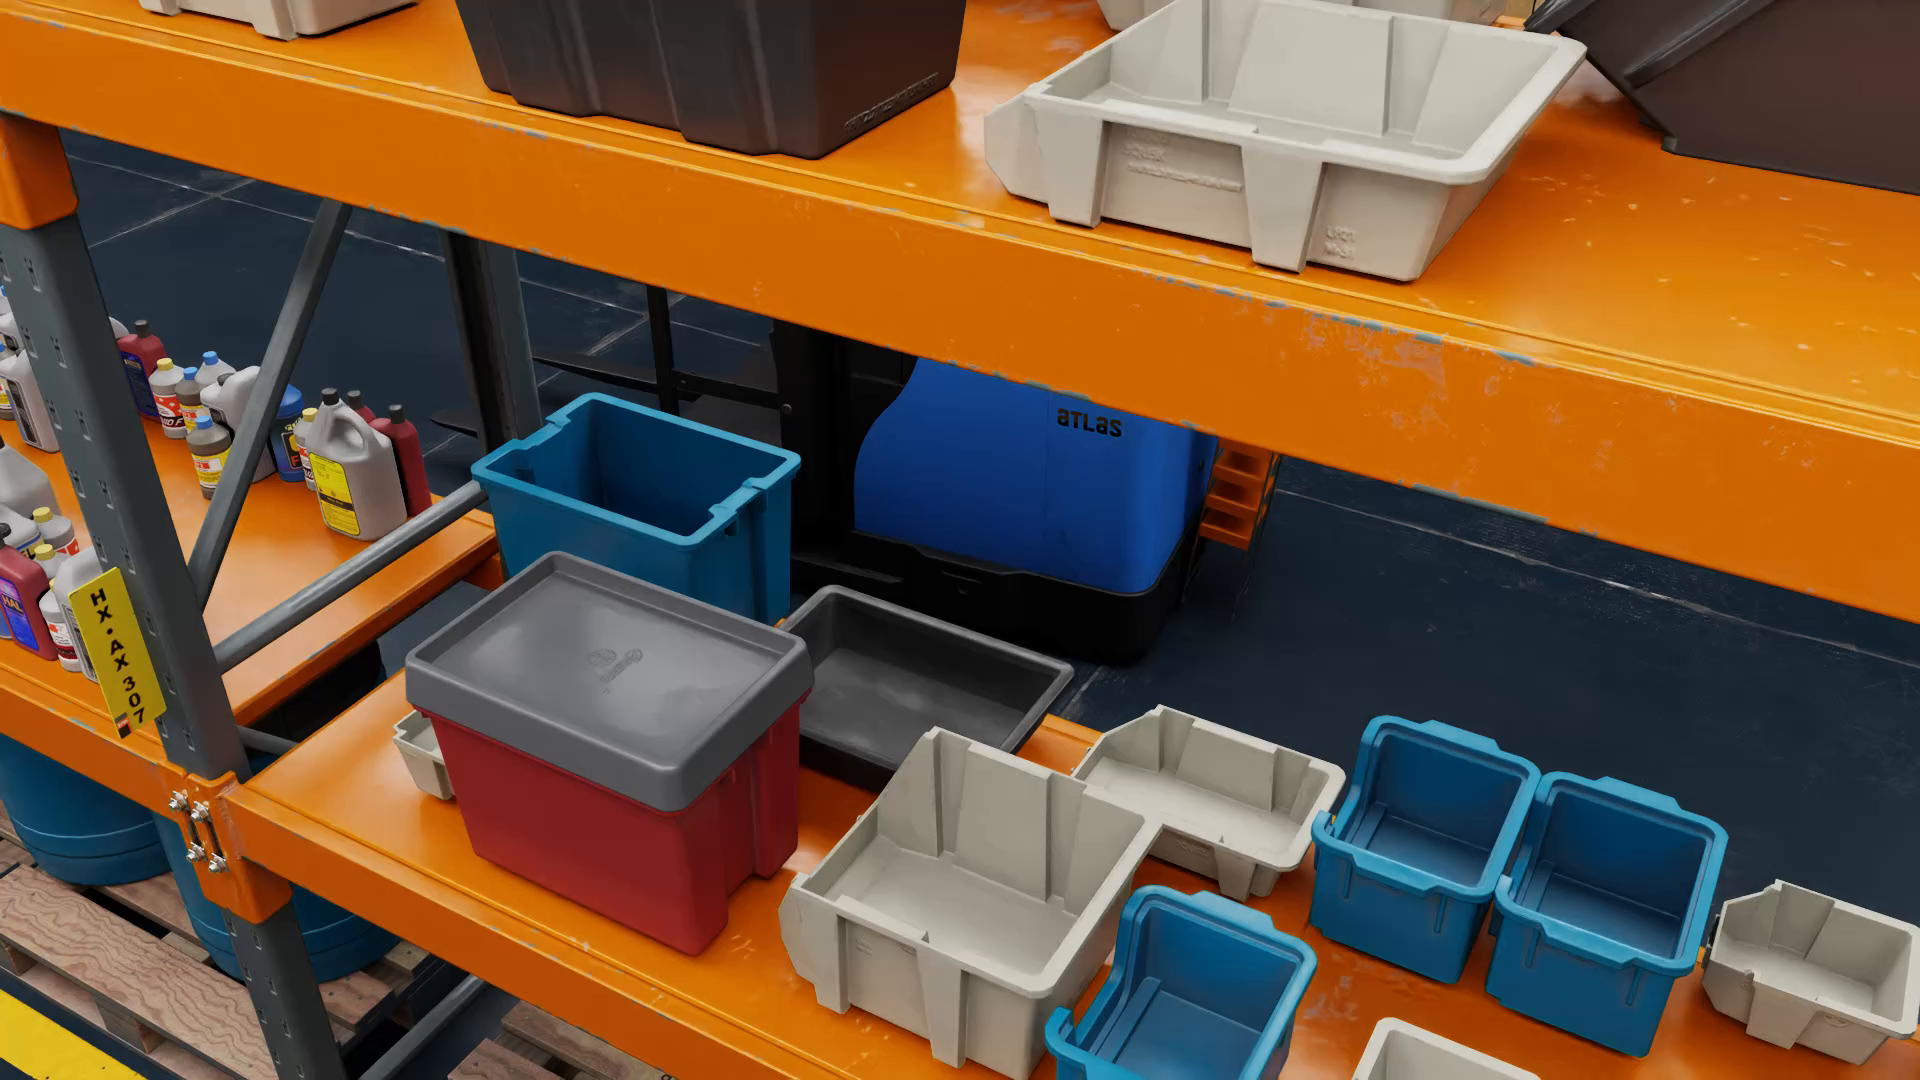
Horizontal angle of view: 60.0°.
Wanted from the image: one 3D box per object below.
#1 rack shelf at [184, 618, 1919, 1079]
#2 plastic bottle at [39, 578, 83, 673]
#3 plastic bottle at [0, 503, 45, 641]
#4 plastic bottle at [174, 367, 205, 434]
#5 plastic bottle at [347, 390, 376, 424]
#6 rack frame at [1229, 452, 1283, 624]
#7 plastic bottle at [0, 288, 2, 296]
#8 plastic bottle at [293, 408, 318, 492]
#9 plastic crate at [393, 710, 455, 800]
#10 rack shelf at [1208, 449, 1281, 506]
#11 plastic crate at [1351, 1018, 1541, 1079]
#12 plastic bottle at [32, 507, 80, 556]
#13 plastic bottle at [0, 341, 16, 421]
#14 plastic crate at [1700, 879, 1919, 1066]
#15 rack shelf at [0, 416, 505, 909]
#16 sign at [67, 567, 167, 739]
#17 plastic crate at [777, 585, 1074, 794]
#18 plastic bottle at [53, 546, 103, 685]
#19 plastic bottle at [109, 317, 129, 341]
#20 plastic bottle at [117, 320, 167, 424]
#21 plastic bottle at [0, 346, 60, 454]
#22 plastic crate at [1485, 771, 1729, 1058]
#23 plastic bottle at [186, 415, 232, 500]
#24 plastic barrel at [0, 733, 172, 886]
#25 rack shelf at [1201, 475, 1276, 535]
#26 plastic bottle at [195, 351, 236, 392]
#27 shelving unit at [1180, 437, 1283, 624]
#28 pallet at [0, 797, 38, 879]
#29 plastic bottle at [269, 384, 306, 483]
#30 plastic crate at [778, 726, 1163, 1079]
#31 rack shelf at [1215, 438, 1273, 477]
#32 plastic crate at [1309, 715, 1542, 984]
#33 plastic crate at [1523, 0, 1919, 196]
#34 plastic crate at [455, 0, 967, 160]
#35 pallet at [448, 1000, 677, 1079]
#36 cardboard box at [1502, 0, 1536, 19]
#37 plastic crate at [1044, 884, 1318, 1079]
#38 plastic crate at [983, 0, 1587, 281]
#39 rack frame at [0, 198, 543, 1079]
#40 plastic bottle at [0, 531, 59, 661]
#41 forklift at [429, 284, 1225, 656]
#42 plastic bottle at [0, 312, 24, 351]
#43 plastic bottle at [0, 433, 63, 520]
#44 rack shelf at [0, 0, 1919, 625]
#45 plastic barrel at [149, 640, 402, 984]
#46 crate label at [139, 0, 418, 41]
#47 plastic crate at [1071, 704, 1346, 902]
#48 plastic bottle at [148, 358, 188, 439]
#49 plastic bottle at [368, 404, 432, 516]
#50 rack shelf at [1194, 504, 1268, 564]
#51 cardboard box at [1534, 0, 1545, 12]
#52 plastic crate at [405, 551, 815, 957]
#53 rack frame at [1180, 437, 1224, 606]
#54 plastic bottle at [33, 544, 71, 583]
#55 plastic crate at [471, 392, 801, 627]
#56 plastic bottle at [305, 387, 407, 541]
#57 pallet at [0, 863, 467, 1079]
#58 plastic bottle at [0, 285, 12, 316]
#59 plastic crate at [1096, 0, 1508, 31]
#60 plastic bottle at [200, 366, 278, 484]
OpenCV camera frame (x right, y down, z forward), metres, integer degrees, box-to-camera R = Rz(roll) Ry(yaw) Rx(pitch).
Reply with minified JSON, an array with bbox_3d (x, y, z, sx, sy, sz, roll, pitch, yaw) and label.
[{"bbox_3d":[0.502,0.906,2.832,4.000,0.370,1.077,18,37,24],"label":"rack shelf"},{"bbox_3d":[-1.852,0.168,3.470,0.097,0.201,0.097,0,34,0],"label":"plastic bottle"},{"bbox_3d":[-2.054,0.055,3.573,0.135,0.276,0.152,18,37,24],"label":"plastic bottle"},{"bbox_3d":[-1.937,-0.343,4.239,0.097,0.201,0.097,0,34,0],"label":"plastic bottle"},{"bbox_3d":[-1.457,-0.237,4.005,0.133,0.283,0.061,18,37,24],"label":"plastic bottle"},{"bbox_3d":[1.052,-0.250,5.548,0.006,1.200,0.240,19,38,16],"label":"rack frame"},{"bbox_3d":[-2.624,-0.590,4.546,0.097,0.271,0.097,0,34,0],"label":"plastic bottle"},{"bbox_3d":[-1.566,-0.226,4.062,0.097,0.201,0.097,0,34,0],"label":"plastic bottle"},{"bbox_3d":[-0.901,0.339,3.219,0.243,0.136,0.396,18,37,24],"label":"plastic crate"},{"bbox_3d":[0.965,-0.243,5.600,0.180,0.103,0.258,19,38,16],"label":"rack shelf"},{"bbox_3d":[0.676,0.881,2.405,0.250,0.136,0.298,18,37,24],"label":"plastic crate"},{"bbox_3d":[-2.009,0.021,3.691,0.097,0.201,0.097,0,34,0],"label":"plastic bottle"},{"bbox_3d":[-2.498,-0.424,4.360,0.097,0.201,0.097,0,34,0],"label":"plastic bottle"},{"bbox_3d":[1.361,0.701,2.675,0.298,0.136,0.250,18,37,24],"label":"plastic crate"},{"bbox_3d":[-2.971,-0.194,4.484,4.000,0.370,1.077,18,37,24],"label":"rack shelf"},{"bbox_3d":[-1.509,0.206,2.985,0.005,0.325,0.100,18,37,24],"label":"sign"},{"bbox_3d":[-0.130,0.325,3.250,0.590,0.125,0.437,18,37,24],"label":"plastic crate"},{"bbox_3d":[-1.737,0.156,3.422,0.135,0.276,0.152,18,37,24],"label":"plastic bottle"},{"bbox_3d":[-2.251,-0.457,4.341,0.135,0.276,0.152,18,37,24],"label":"plastic bottle"},{"bbox_3d":[-2.112,-0.445,4.317,0.133,0.283,0.061,18,37,24],"label":"plastic bottle"},{"bbox_3d":[-2.327,-0.383,4.231,0.135,0.276,0.152,18,37,24],"label":"plastic bottle"},{"bbox_3d":[1.044,0.613,2.720,0.300,0.233,0.416,18,37,24],"label":"plastic crate"},{"bbox_3d":[-1.811,-0.206,4.033,0.097,0.201,0.097,0,34,0],"label":"plastic bottle"},{"bbox_3d":[-2.313,0.403,4.453,0.708,0.901,0.600,18,37,24],"label":"plastic barrel"},{"bbox_3d":[0.952,-0.147,5.670,0.180,0.103,0.258,19,38,16],"label":"rack shelf"},{"bbox_3d":[-1.852,-0.346,4.179,0.097,0.271,0.097,0,34,0],"label":"plastic bottle"},{"bbox_3d":[0.969,-0.279,5.573,0.189,1.200,0.258,19,38,16],"label":"shelving unit"},{"bbox_3d":[-2.947,0.650,5.083,1.213,0.211,1.003,18,37,24],"label":"pallet"},{"bbox_3d":[-1.651,-0.282,4.083,0.097,0.271,0.097,0,34,0],"label":"plastic bottle"},{"bbox_3d":[0.000,0.590,2.711,0.530,0.282,0.437,18,37,24],"label":"plastic crate"},{"bbox_3d":[0.977,-0.340,5.529,0.180,0.103,0.258,19,38,16],"label":"rack shelf"},{"bbox_3d":[0.783,0.531,2.844,0.300,0.233,0.416,18,37,24],"label":"plastic crate"},{"bbox_3d":[1.048,-0.618,1.822,0.767,0.338,0.504,18,37,24],"label":"plastic crate"},{"bbox_3d":[-0.292,-0.664,1.952,0.590,0.269,0.497,18,37,24],"label":"plastic crate"},{"bbox_3d":[-0.577,1.401,3.955,1.213,0.211,1.003,18,37,24],"label":"pallet"},{"bbox_3d":[1.980,-1.957,6.392,0.500,0.500,0.500,18,38,25],"label":"cardboard box"},{"bbox_3d":[0.328,0.760,2.499,0.300,0.233,0.416,18,37,24],"label":"plastic crate"},{"bbox_3d":[0.321,-0.431,1.722,0.530,0.136,0.437,18,37,24],"label":"plastic crate"},{"bbox_3d":[-1.235,0.057,3.458,0.127,3.000,1.000,18,37,24],"label":"rack frame"},{"bbox_3d":[-1.961,0.111,3.482,0.133,0.283,0.061,18,37,24],"label":"plastic bottle"},{"bbox_3d":[-0.579,-1.357,5.644,3.031,2.935,1.130,13,36,19],"label":"forklift"},{"bbox_3d":[-2.453,-0.520,4.437,0.135,0.276,0.152,18,37,24],"label":"plastic bottle"},{"bbox_3d":[-2.124,-0.087,3.719,0.185,0.351,0.144,18,37,24],"label":"plastic bottle"},{"bbox_3d":[0.502,-0.342,2.000,4.000,0.370,1.077,18,37,24],"label":"rack shelf"},{"bbox_3d":[-1.699,0.598,4.160,0.708,0.901,0.600,18,37,24],"label":"plastic barrel"},{"bbox_3d":[-0.953,-0.808,2.289,0.466,0.136,0.293,18,37,24],"label":"crate label"},{"bbox_3d":[0.426,0.476,3.013,0.466,0.136,0.293,18,37,24],"label":"plastic crate"},{"bbox_3d":[-2.021,-0.370,4.279,0.097,0.201,0.097,0,34,0],"label":"plastic bottle"},{"bbox_3d":[-1.341,-0.201,3.950,0.133,0.283,0.061,18,37,24],"label":"plastic bottle"},{"bbox_3d":[0.940,-0.051,5.741,0.180,0.103,0.258,19,38,16],"label":"rack shelf"},{"bbox_3d":[2.413,-1.818,6.184,0.500,0.500,0.500,17,37,24],"label":"cardboard box"},{"bbox_3d":[-0.584,0.372,2.874,0.583,0.464,0.402,18,37,24],"label":"plastic crate"},{"bbox_3d":[0.886,-0.308,5.598,0.006,1.200,0.240,19,38,16],"label":"rack frame"},{"bbox_3d":[-1.937,0.102,3.570,0.097,0.201,0.097,0,34,0],"label":"plastic bottle"},{"bbox_3d":[-0.660,0.003,3.500,0.575,0.384,0.392,18,37,24],"label":"plastic crate"},{"bbox_3d":[-1.415,-0.186,3.868,0.185,0.351,0.144,18,37,24],"label":"plastic bottle"},{"bbox_3d":[-1.884,0.985,4.580,1.213,0.211,1.003,18,37,24],"label":"pallet"},{"bbox_3d":[-2.540,-0.564,4.506,0.097,0.271,0.097,0,34,0],"label":"plastic bottle"},{"bbox_3d":[0.467,-0.800,2.146,0.530,0.282,0.437,18,37,24],"label":"plastic crate"},{"bbox_3d":[-1.765,-0.303,4.110,0.135,0.276,0.152,18,37,24],"label":"plastic bottle"}]
